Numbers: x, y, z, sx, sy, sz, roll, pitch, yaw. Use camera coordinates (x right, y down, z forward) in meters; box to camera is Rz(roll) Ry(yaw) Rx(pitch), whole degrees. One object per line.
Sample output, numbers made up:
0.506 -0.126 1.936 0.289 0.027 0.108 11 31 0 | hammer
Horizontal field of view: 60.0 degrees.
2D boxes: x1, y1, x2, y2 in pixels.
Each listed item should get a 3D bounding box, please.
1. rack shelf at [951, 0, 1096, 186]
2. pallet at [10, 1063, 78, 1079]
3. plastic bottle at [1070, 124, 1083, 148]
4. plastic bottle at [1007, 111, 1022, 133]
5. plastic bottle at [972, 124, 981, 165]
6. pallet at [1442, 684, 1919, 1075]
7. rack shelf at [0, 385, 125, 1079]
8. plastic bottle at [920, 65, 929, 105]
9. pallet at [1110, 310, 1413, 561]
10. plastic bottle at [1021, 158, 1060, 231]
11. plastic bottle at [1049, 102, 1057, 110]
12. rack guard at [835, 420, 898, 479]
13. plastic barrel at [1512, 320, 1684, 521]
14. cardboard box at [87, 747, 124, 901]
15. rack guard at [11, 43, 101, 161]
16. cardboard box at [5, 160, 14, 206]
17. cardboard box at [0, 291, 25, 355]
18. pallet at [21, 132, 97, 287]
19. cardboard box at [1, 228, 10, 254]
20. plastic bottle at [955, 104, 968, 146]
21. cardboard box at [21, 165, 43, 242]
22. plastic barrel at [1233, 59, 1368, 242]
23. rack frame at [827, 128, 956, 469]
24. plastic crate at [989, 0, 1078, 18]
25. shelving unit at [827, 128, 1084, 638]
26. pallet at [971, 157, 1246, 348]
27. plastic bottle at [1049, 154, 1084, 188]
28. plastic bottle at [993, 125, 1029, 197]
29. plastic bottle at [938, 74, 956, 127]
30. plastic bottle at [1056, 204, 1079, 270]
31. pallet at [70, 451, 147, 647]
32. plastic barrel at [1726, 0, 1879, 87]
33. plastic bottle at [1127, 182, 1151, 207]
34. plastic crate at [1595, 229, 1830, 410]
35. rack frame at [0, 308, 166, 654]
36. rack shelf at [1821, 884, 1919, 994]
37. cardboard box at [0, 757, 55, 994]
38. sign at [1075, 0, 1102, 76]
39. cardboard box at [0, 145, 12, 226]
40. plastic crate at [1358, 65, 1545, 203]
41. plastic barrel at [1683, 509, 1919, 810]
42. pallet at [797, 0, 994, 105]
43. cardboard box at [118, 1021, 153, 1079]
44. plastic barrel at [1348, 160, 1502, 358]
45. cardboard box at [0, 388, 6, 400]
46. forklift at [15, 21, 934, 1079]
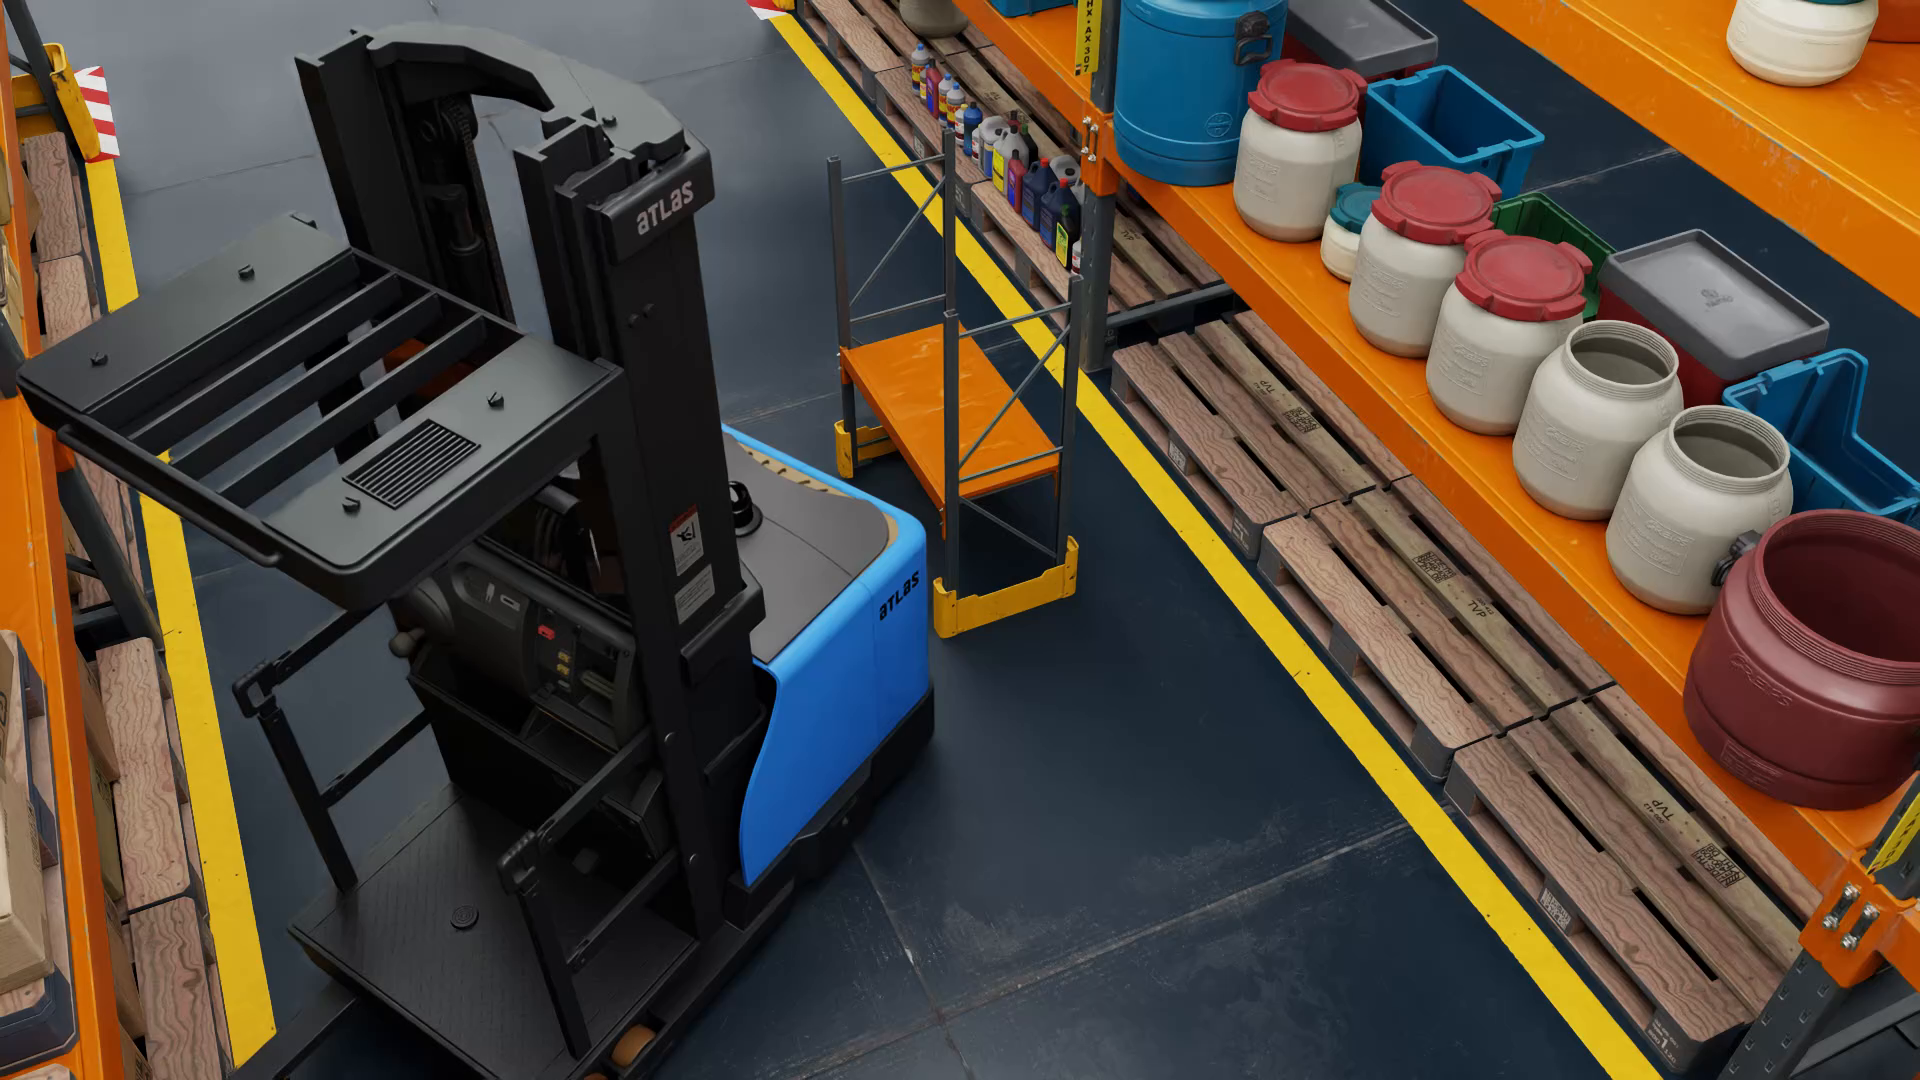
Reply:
0.155 -3.014 8.182 1.077 0.370 4.000 -18 47 -17 | rack shelf
-2.212 1.661 3.067 1.213 0.211 1.003 -18 47 -17 | pallet
0.652 -2.151 8.421 0.152 0.276 0.135 -18 47 -17 | plastic bottle
0.279 -1.976 8.237 0.061 0.283 0.133 -18 47 -17 | plastic bottle
0.108 -1.982 8.302 0.097 0.201 0.097 0 45 0 | plastic bottle
2.388 1.040 5.545 1.003 0.211 1.213 -18 47 -17 | pallet
-2.657 0.997 4.116 1.077 0.370 4.000 -18 47 -17 | rack shelf
-0.162 -2.392 8.718 0.097 0.201 0.097 0 45 0 | plastic bottle
1.362 -0.514 7.121 1.003 0.211 1.213 -18 47 -17 | pallet
0.383 -1.657 7.867 0.144 0.351 0.185 -20 48 -19 | plastic bottle
0.519 -2.359 8.684 0.097 0.201 0.097 0 45 0 | plastic bottle
-0.241 -0.455 7.033 0.587 0.250 0.087 -18 47 -17 | rack guard
1.875 -0.348 4.887 0.421 0.512 0.421 0 45 0 | plastic barrel
-3.075 0.907 5.162 0.700 0.500 0.500 -18 47 -18 | cardboard box
-5.147 -2.144 8.567 1.175 0.500 0.348 -18 47 -17 | rack guard
-3.720 -1.312 6.123 0.380 0.149 0.250 -18 47 -17 | cardboard box
-3.315 -0.670 5.472 0.380 0.149 0.250 -18 47 -17 | cardboard box
-4.838 -1.513 8.133 1.003 0.211 1.213 -18 47 -17 | pallet
-3.539 -0.984 5.790 0.380 0.149 0.250 -18 47 -17 | cardboard box
0.022 -2.113 8.435 0.097 0.201 0.097 0 45 0 | plastic bottle
-4.650 -1.568 7.685 0.500 0.500 0.500 -7 45 -7 | cardboard box
1.200 -1.370 5.906 0.433 0.535 0.433 0 45 0 | plastic barrel
-0.250 -0.912 6.607 0.500 1.500 0.032 -18 47 -17 | rack frame
0.285 -2.568 7.323 0.499 0.251 0.616 -18 47 -17 | plastic crate
-0.032 -0.582 6.272 0.587 1.500 1.083 -18 47 -17 | shelving unit
0.752 -1.444 8.063 1.003 0.211 1.213 -18 47 -17 | pallet
0.507 -1.690 7.954 0.152 0.276 0.135 -18 47 -17 | plastic bottle
0.248 -1.863 8.075 0.144 0.351 0.185 -18 47 -18 | plastic bottle
-0.062 -2.265 8.539 0.097 0.271 0.097 0 45 0 | plastic bottle
0.495 -1.395 7.649 0.061 0.283 0.133 -16 47 -15 | plastic bottle
-3.812 0.042 6.557 1.003 0.211 1.213 -18 47 -17 | pallet
1.932 -1.207 3.800 0.301 0.262 0.301 0 45 0 | plastic barrel
0.903 -1.804 8.015 0.144 0.351 0.185 -18 47 -17 | plastic bottle
2.276 -0.590 5.167 0.402 0.464 0.583 -18 47 -17 | plastic crate
-3.497 -0.533 5.155 1.000 3.000 0.127 -18 47 -17 | rack frame
3.519 2.084 3.015 1.077 0.370 4.000 -18 47 -17 | rack shelf
-2.312 0.784 3.628 0.500 0.250 0.500 -19 48 -19 | cardboard box
0.493 -1.939 6.383 0.100 0.325 0.005 -18 47 -17 | sign
-3.809 -1.309 5.658 0.875 0.500 0.500 -18 47 -17 | cardboard box
1.742 -1.379 6.024 0.392 0.384 0.575 -18 47 -17 | plastic crate
2.208 0.298 4.215 0.600 0.536 0.708 -18 47 -17 | plastic barrel
-0.274 -2.999 9.639 1.003 0.211 1.213 -18 47 -17 | pallet
-2.605 1.619 4.440 0.700 0.500 0.500 -14 46 -14 | cardboard box
1.508 -0.902 5.432 0.433 0.535 0.433 0 45 0 | plastic barrel
-3.877 -0.422 6.523 0.500 0.500 0.500 -5 45 -5 | cardboard box
-1.341 0.325 4.334 1.130 2.935 3.031 26 50 24 | forklift
